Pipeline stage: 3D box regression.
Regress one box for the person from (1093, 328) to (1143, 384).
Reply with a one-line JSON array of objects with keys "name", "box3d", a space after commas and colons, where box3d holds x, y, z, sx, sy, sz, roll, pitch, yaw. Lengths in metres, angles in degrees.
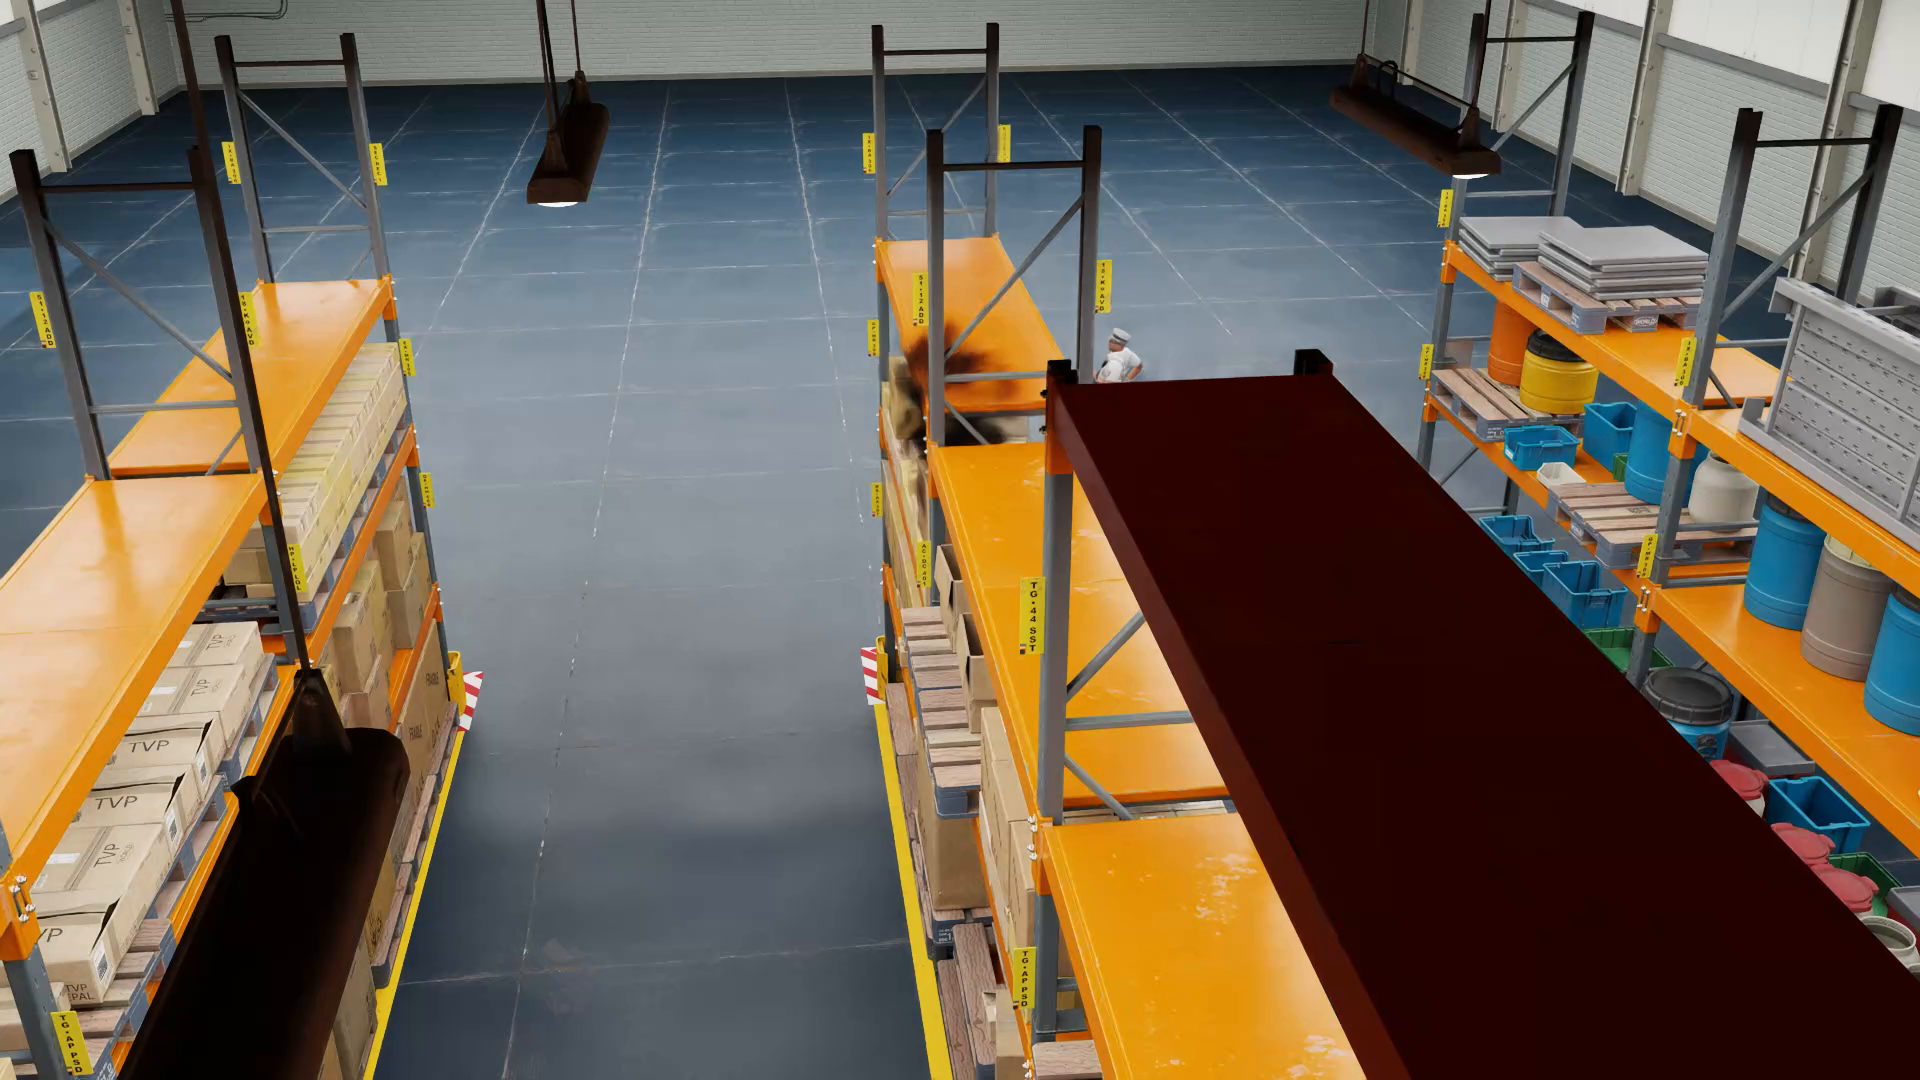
[{"name": "person", "box3d": [1.854, -1.678, 19.917, 0.958, 1.792, 0.654, 6, 26, 13]}]
